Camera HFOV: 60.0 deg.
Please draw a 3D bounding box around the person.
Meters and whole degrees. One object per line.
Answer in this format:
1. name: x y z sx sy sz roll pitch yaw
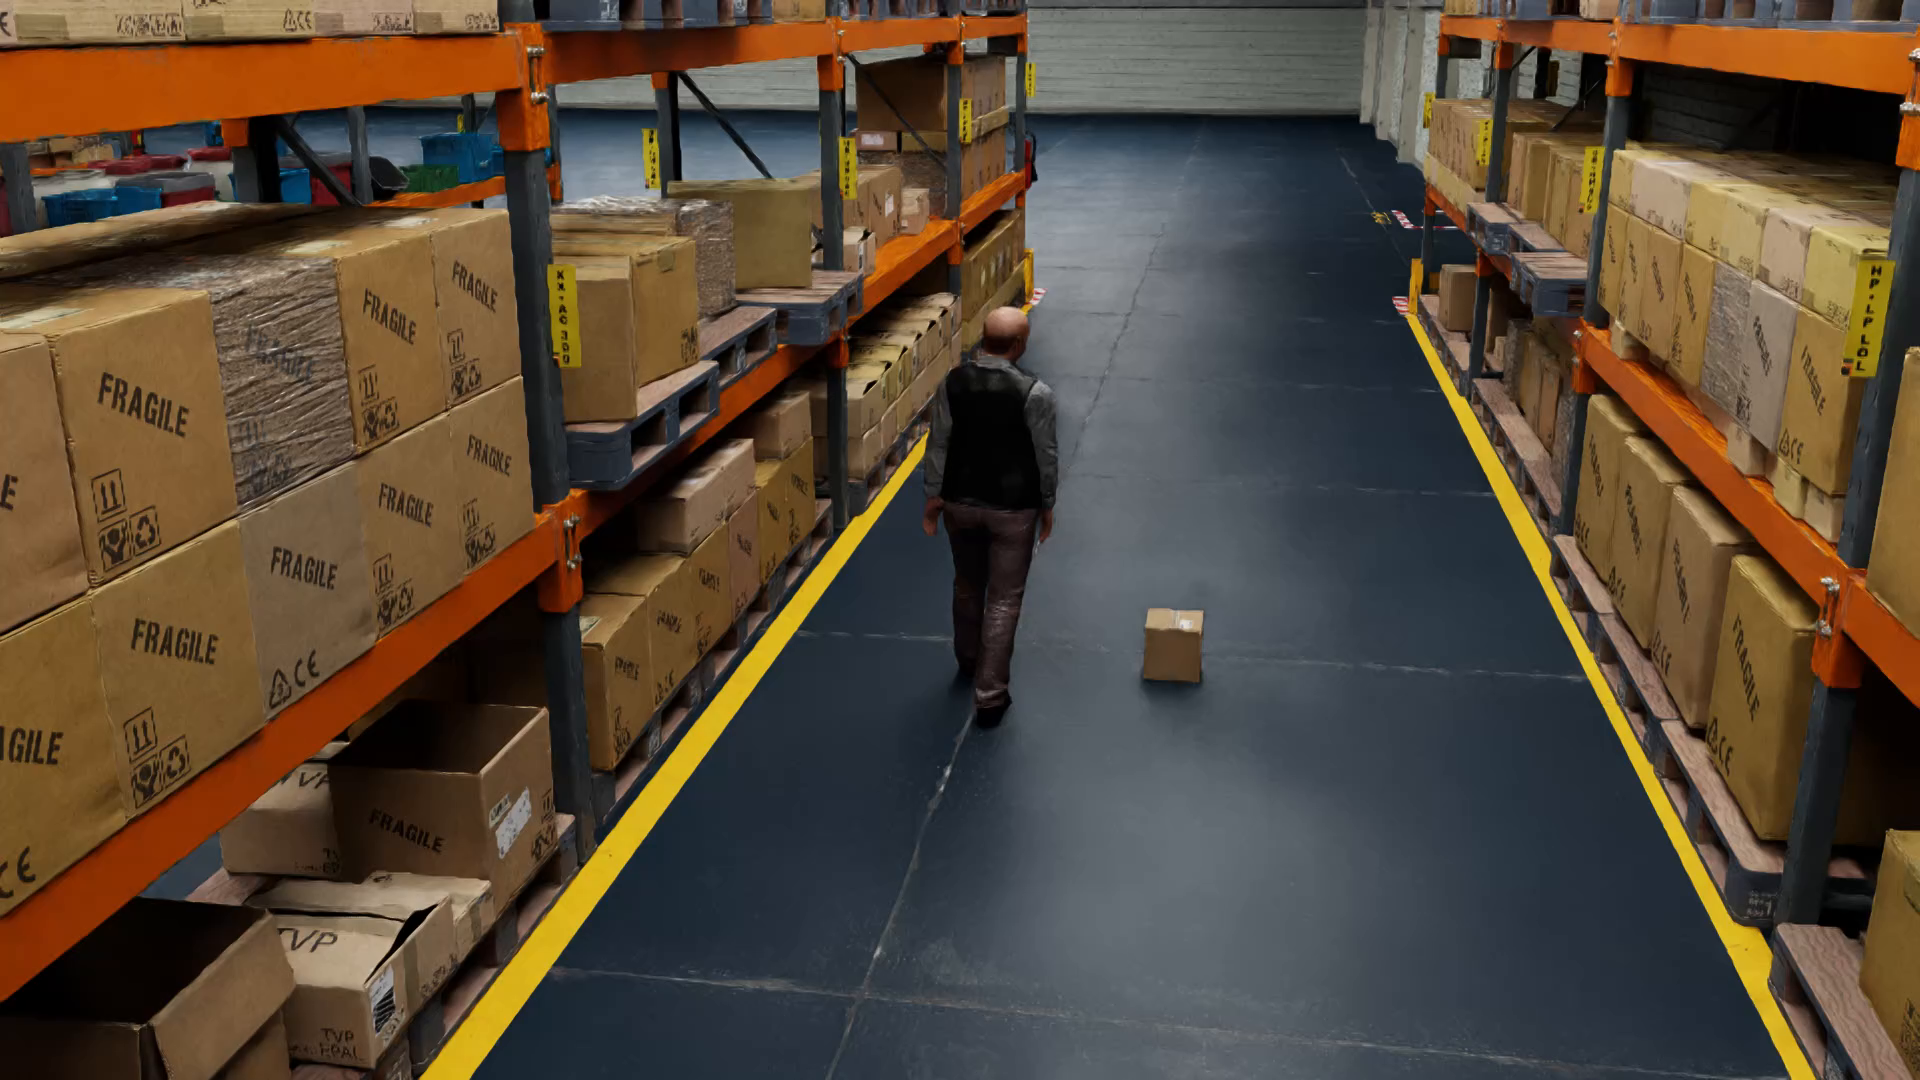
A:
1. person: 0.154 -0.153 7.060 0.568 1.704 0.784 8 19 24
